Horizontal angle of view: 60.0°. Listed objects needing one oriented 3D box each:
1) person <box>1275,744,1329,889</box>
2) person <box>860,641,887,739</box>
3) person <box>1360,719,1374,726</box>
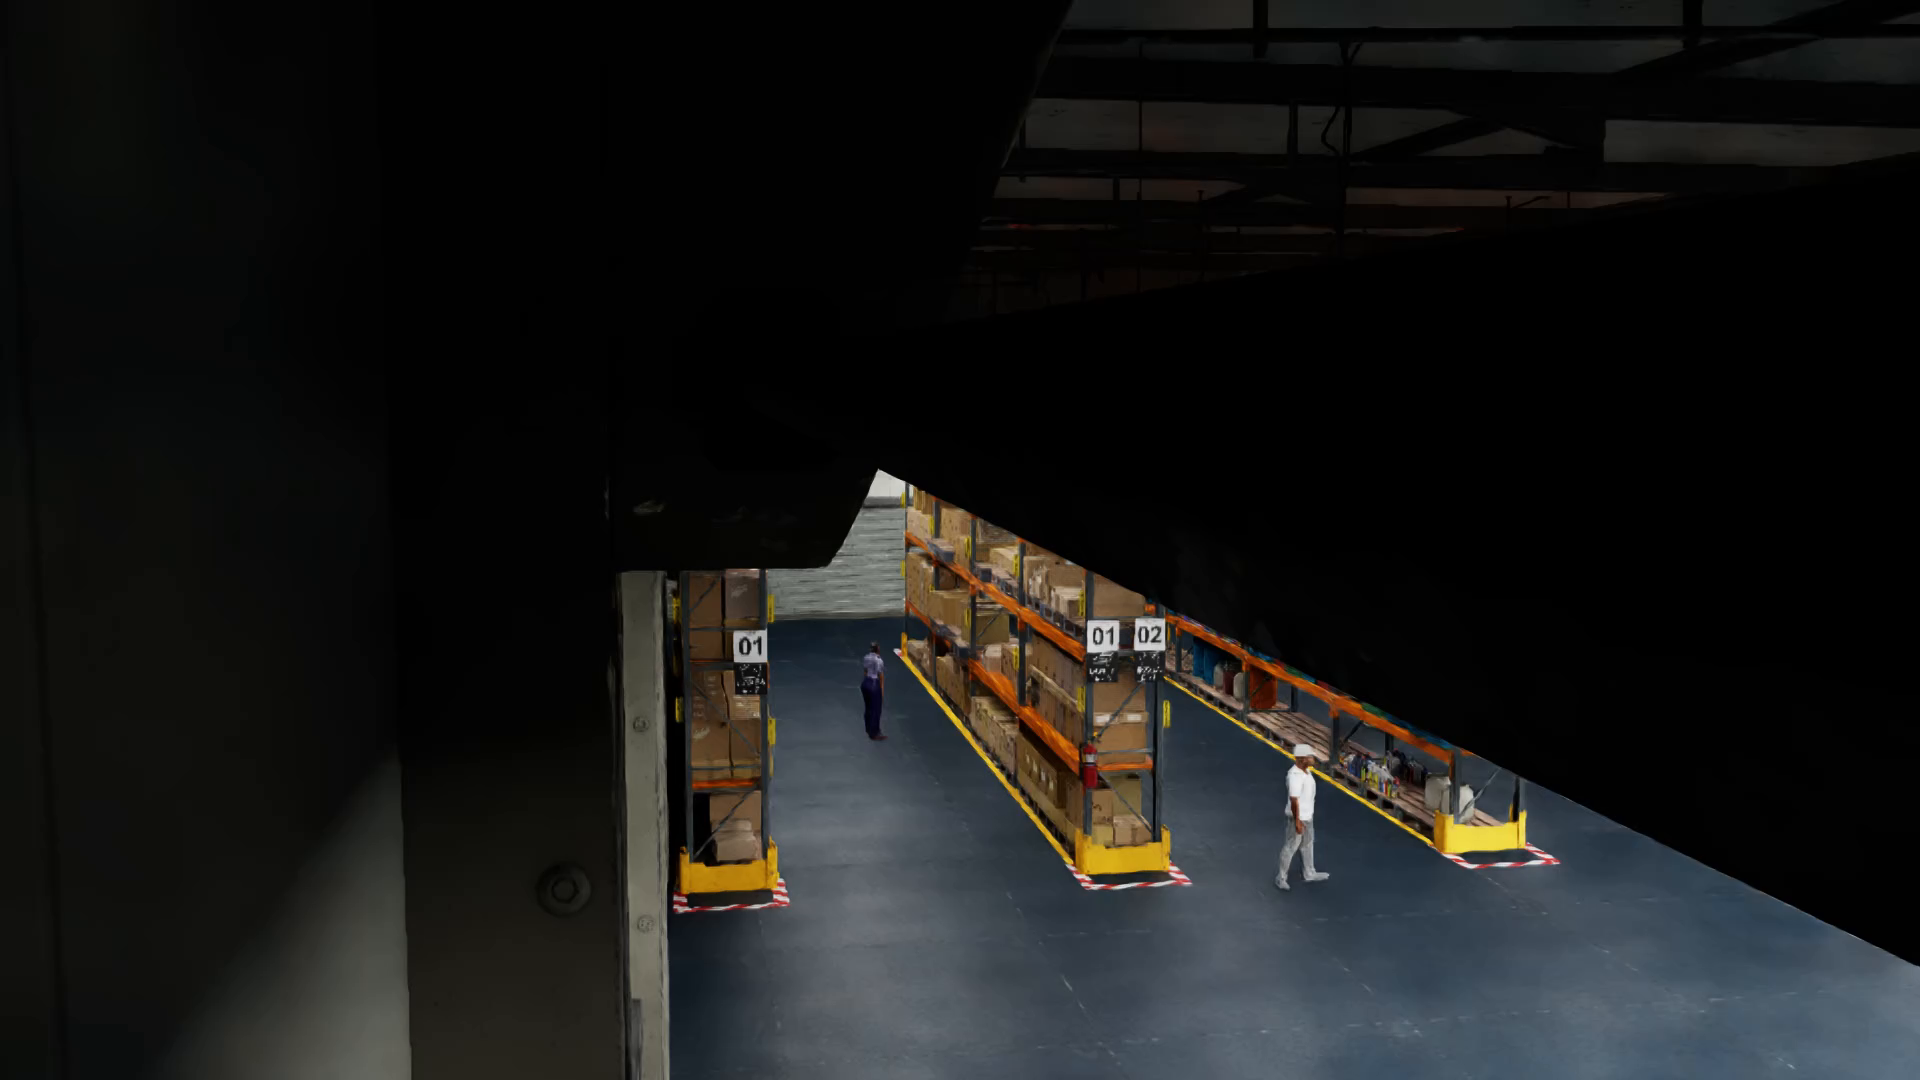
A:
[{"bbox_3d":[4.169,3.342,20.281,0.534,1.758,0.727,3,7,26],"label":"person"},{"bbox_3d":[-1.440,2.544,28.511,0.443,1.658,0.579,-5,8,-39],"label":"person"},{"bbox_3d":[7.280,2.450,29.454,0.454,1.637,0.540,-4,7,-33],"label":"person"}]
